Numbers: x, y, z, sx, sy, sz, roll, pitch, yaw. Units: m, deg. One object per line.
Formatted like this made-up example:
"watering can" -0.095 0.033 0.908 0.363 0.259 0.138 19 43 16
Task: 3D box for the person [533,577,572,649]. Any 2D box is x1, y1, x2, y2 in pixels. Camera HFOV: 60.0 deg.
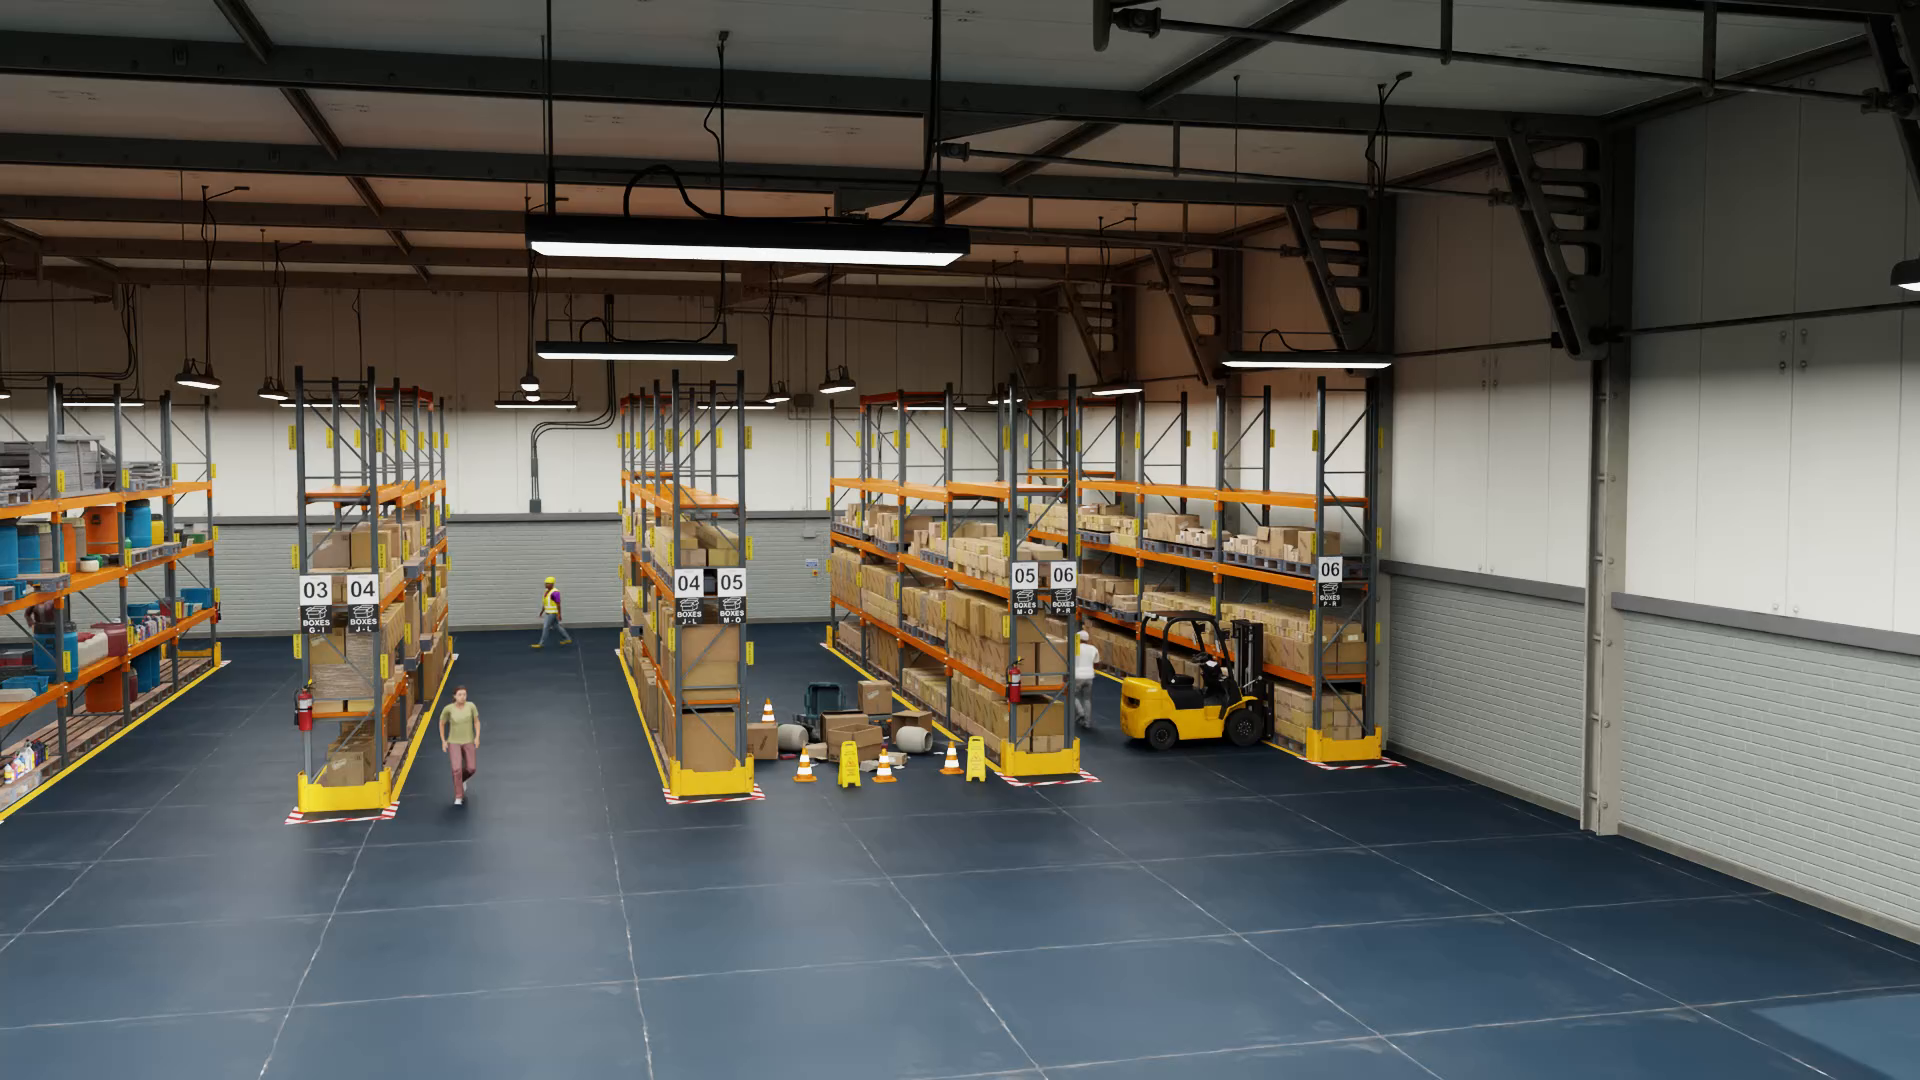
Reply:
"person" -9.851 1.755 40.094 1.024 1.738 0.602 -2 4 -36

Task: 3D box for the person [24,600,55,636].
"person" -20.408 1.960 37.054 0.684 1.682 0.665 0 3 -6

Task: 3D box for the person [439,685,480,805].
"person" -6.957 2.811 23.101 0.536 1.640 0.672 -2 4 -27

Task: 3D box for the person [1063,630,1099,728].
"person" 2.136 2.428 29.288 0.685 1.668 0.776 -1 3 -13
